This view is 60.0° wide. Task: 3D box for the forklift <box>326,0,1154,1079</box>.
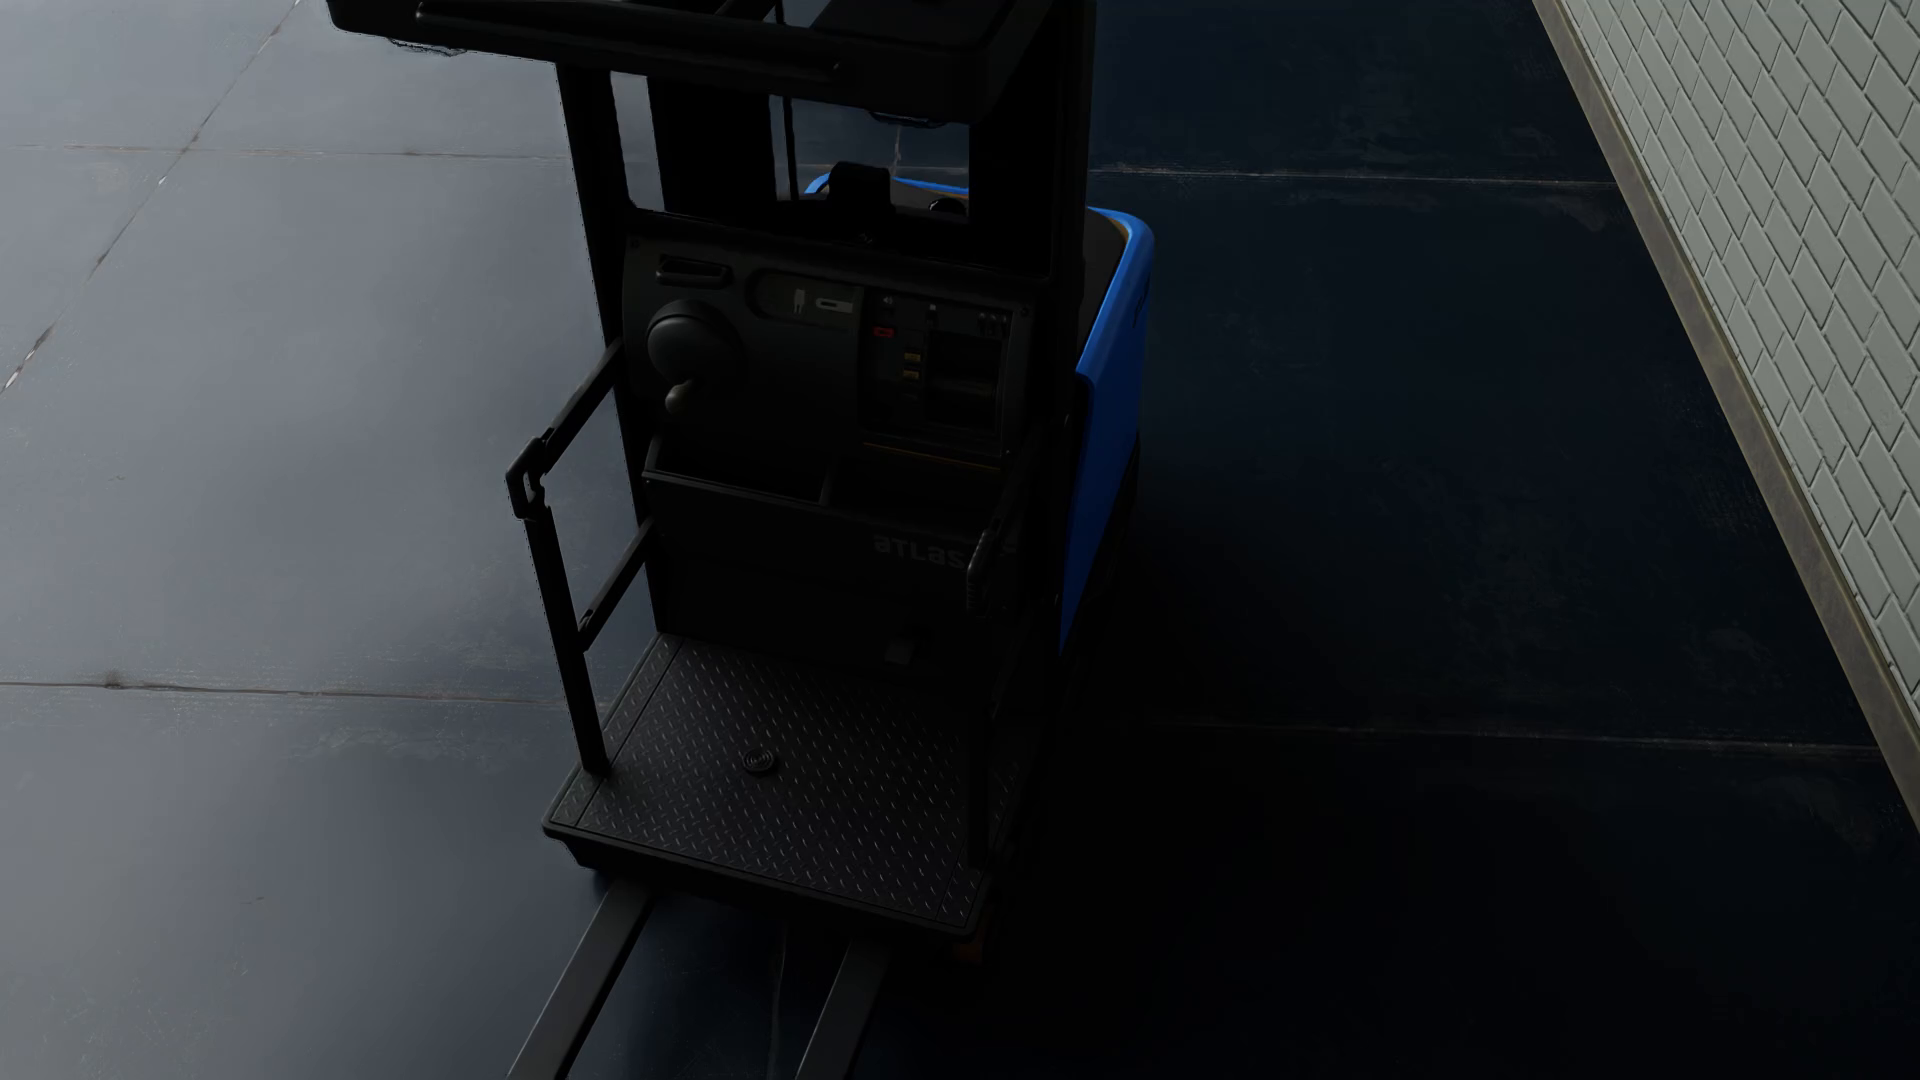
[{"bbox_3d":[-0.356,-0.329,3.453,1.130,2.935,3.031,12,44,12],"label":"forklift"}]
